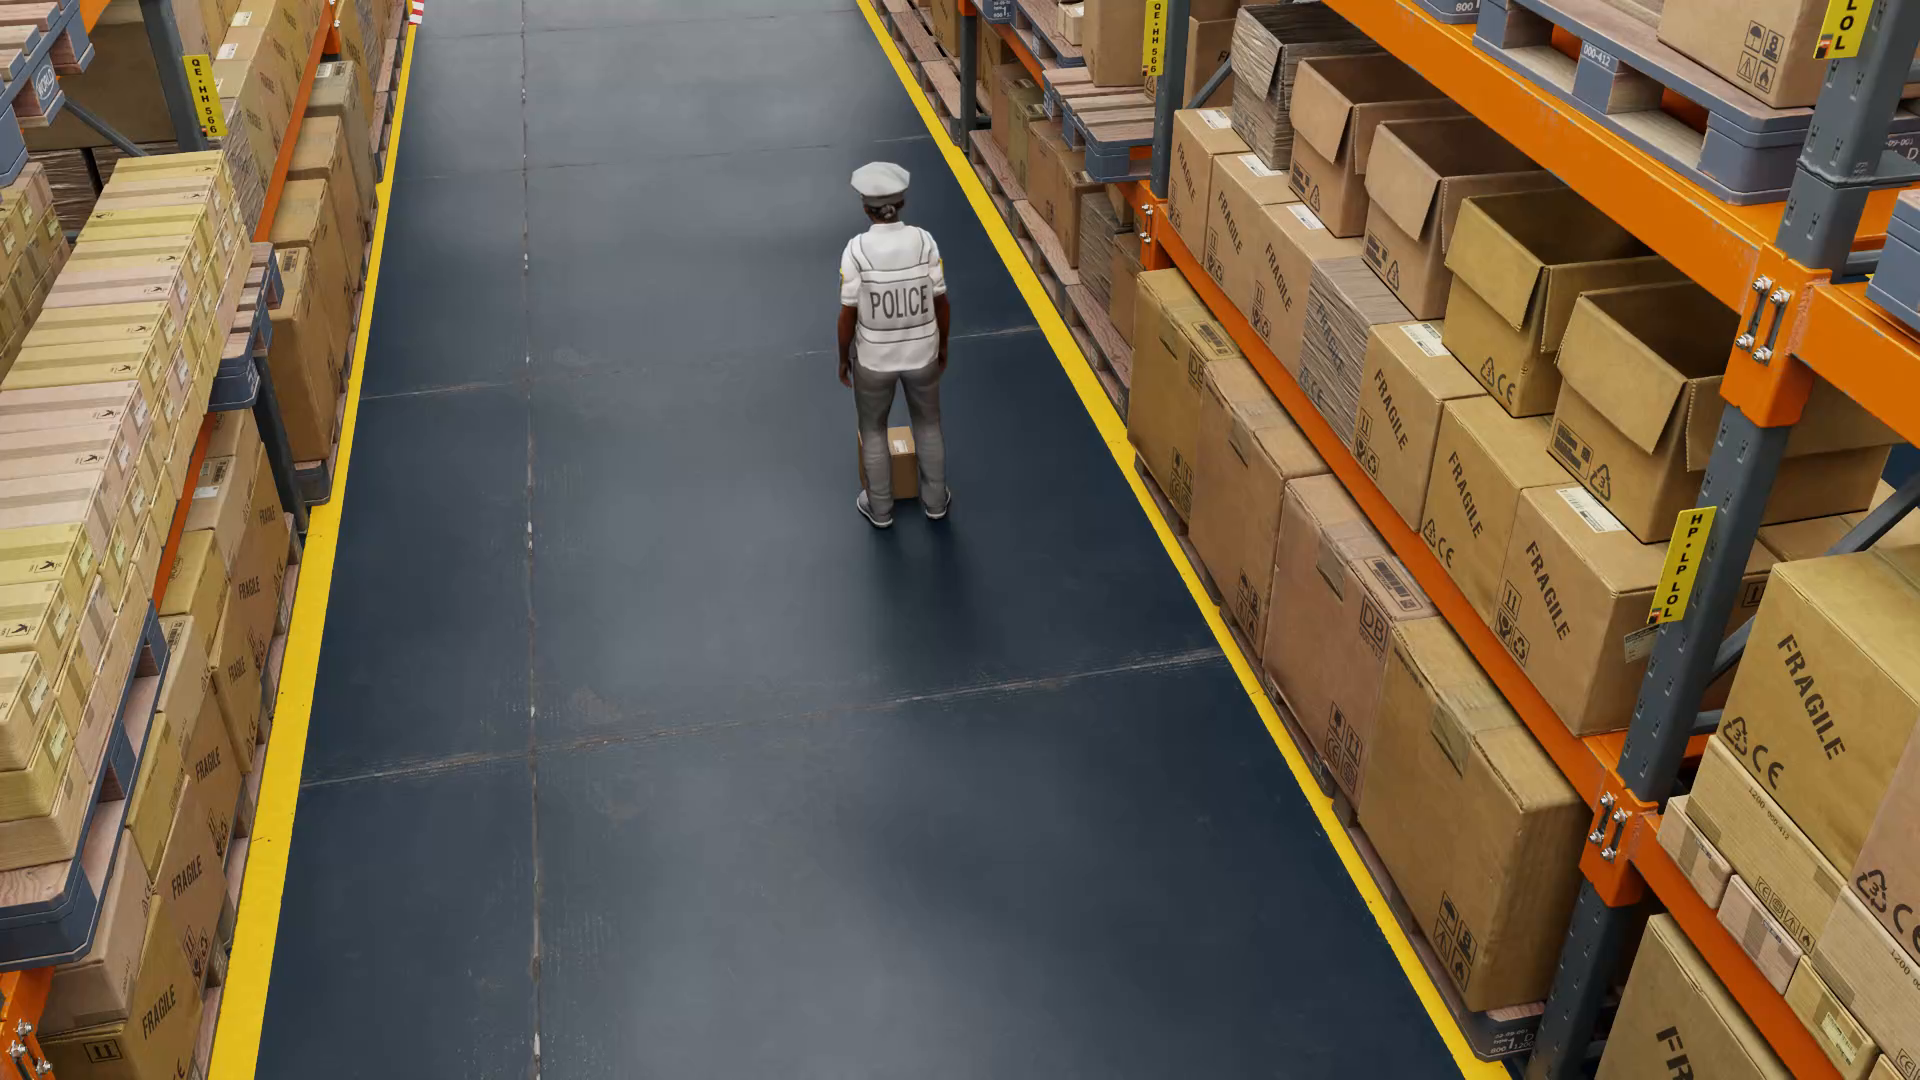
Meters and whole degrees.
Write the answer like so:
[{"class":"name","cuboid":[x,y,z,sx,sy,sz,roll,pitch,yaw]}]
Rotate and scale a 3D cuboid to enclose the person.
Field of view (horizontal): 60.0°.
[{"class":"person","cuboid":[-0.281,-0.815,7.329,0.519,1.658,0.399,-8,35,-11]}]
